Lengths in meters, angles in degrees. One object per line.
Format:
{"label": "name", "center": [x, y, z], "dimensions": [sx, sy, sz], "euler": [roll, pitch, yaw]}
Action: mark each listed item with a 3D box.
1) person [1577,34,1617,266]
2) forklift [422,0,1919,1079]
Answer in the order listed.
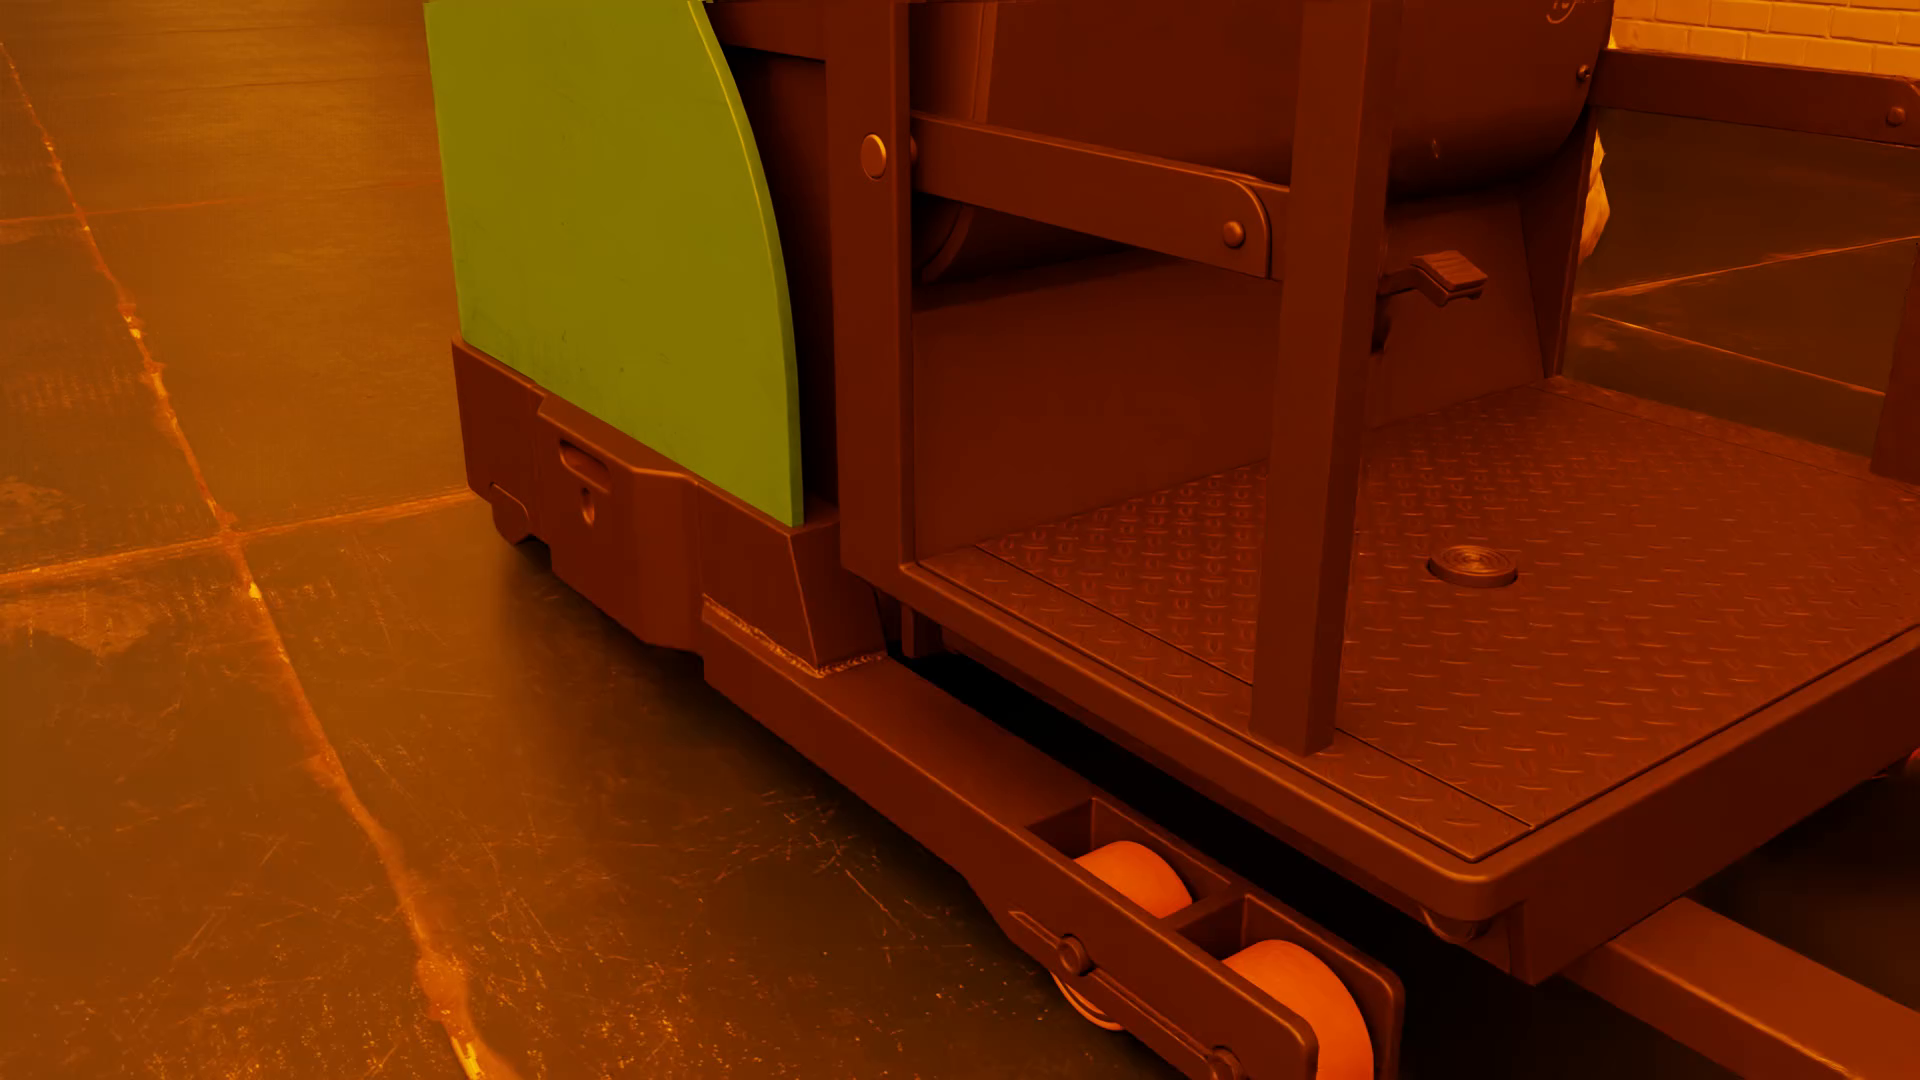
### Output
{"label": "person", "center": [1.095, -0.854, 2.840], "dimensions": [0.868, 1.425, 1.105], "euler": [13, 26, 30]}
{"label": "forklift", "center": [0.494, -1.059, 1.355], "dimensions": [1.130, 2.935, 3.031], "euler": [-16, 27, -34]}
